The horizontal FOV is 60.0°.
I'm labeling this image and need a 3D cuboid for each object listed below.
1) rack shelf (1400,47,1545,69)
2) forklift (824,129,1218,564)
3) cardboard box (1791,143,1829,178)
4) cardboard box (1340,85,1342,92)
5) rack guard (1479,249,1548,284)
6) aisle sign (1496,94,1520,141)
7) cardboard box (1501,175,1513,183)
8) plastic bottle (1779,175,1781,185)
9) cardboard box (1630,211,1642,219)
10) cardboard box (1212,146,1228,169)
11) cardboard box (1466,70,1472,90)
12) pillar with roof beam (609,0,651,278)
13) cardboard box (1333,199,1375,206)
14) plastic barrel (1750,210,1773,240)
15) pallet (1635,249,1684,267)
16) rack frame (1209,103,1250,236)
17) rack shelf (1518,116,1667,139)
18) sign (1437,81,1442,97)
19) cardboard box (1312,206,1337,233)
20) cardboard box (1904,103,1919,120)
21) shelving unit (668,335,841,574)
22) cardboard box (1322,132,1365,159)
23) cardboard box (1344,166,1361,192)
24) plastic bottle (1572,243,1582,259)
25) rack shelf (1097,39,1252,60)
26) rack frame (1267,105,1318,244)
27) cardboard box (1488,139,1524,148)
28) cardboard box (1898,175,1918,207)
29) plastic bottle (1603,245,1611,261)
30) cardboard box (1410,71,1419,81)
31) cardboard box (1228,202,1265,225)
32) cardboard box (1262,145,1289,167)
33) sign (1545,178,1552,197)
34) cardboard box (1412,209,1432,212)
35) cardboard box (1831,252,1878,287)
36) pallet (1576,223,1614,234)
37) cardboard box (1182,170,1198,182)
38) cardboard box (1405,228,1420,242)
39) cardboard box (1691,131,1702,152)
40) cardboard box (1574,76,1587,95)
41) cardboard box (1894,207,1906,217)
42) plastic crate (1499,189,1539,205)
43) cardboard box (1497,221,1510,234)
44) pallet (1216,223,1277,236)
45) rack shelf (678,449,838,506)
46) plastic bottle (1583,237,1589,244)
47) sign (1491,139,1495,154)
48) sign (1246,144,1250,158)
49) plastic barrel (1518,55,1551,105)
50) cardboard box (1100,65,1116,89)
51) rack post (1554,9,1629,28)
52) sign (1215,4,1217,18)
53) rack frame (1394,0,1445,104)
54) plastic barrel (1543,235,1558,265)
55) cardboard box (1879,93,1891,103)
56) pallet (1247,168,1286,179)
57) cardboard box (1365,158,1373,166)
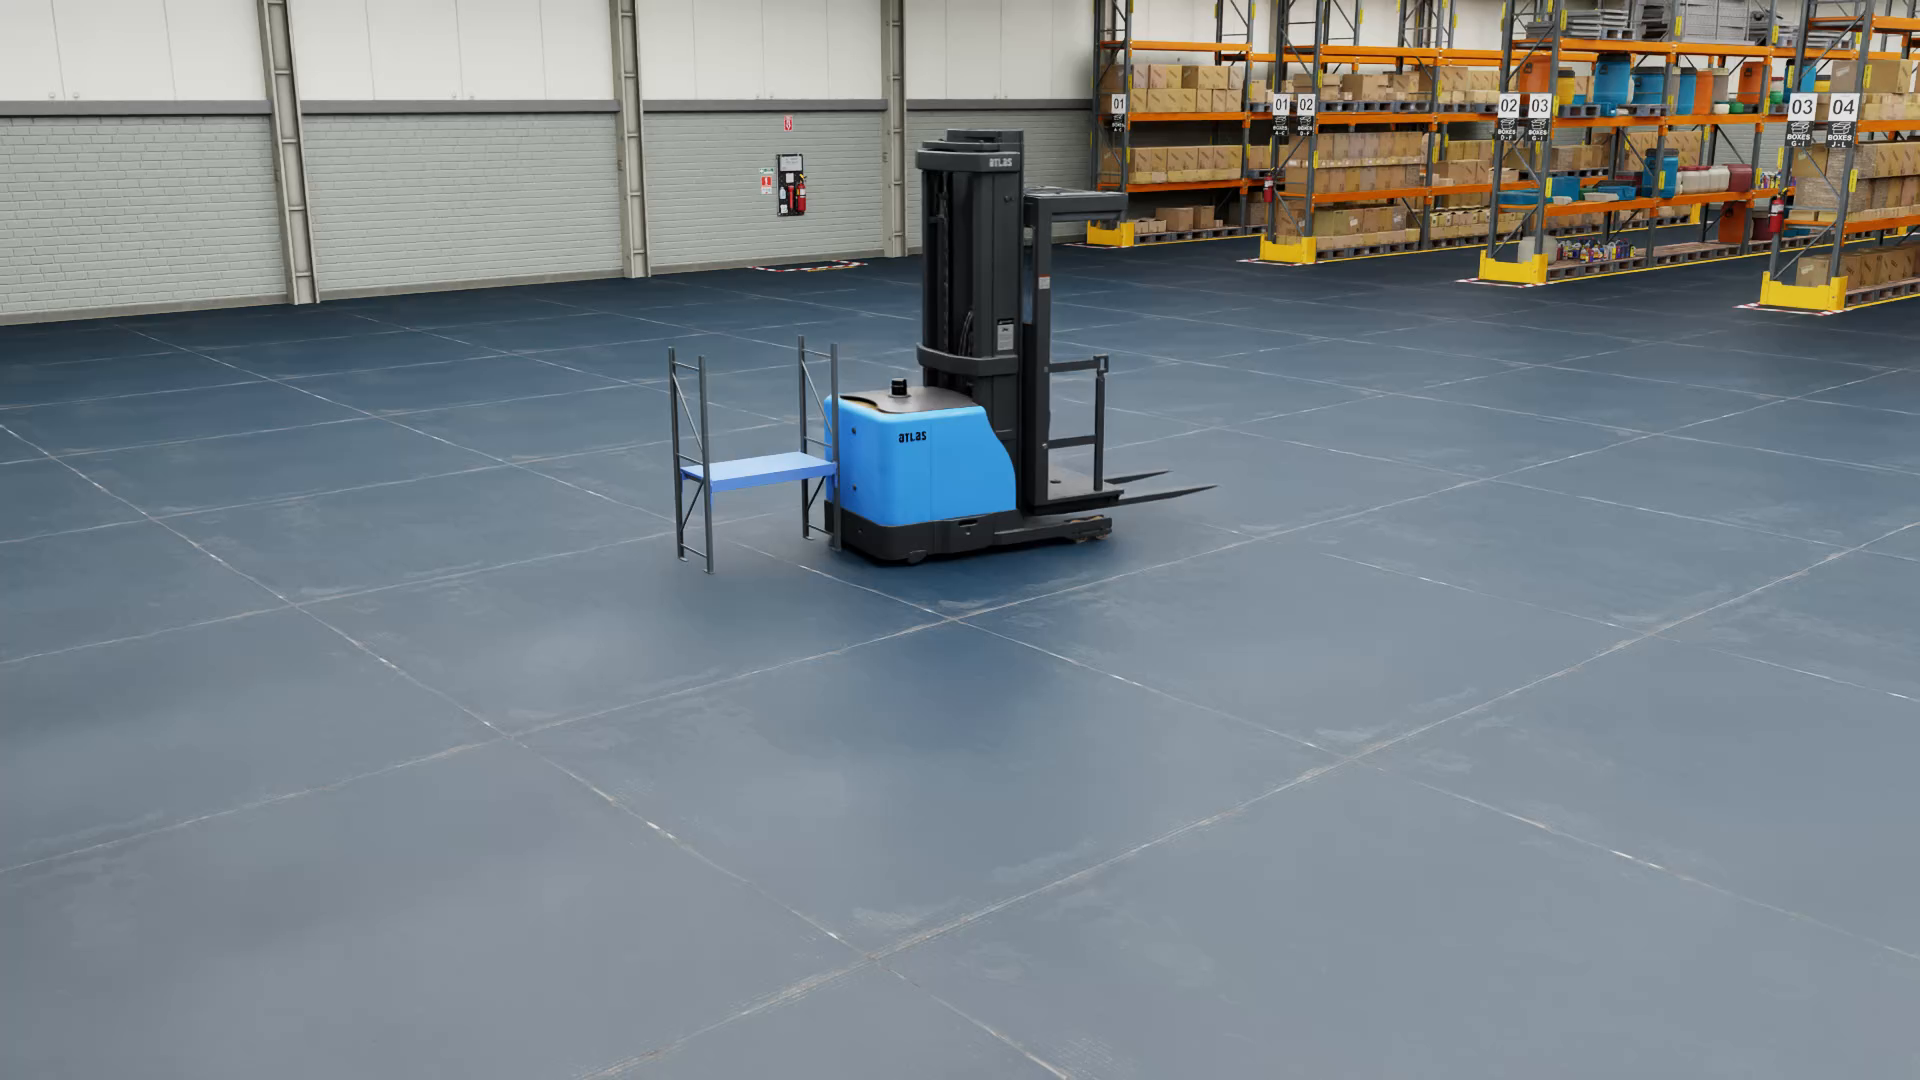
[{"bbox_3d":[11.033,-10.367,35.794,4.000,0.370,1.077,-13,19,-39],"label":"rack shelf"},{"bbox_3d":[0.537,-1.509,12.218,3.031,2.935,1.130,-8,17,-29],"label":"forklift"},{"bbox_3d":[13.259,-5.880,25.745,0.500,0.500,0.500,-13,19,-39],"label":"cardboard box"},{"bbox_3d":[7.621,-9.011,33.446,0.500,0.311,0.500,-10,18,-33],"label":"cardboard box"},{"bbox_3d":[9.782,-4.843,29.411,0.348,0.500,1.175,-13,19,-39],"label":"rack guard"},{"bbox_3d":[9.506,-7.330,28.841,0.004,0.787,0.394,-13,19,-39],"label":"aisle sign"},{"bbox_3d":[12.044,-8.021,36.953,0.250,0.149,0.380,-13,19,-39],"label":"cardboard box"},{"bbox_3d":[17.131,-7.503,34.775,0.097,0.271,0.097,0,15,0],"label":"plastic bottle"},{"bbox_3d":[16.664,-8.047,41.202,0.250,0.166,0.380,-13,19,-39],"label":"cardboard box"},{"bbox_3d":[5.743,-8.708,37.837,0.500,0.500,0.500,-13,20,-40],"label":"cardboard box"},{"bbox_3d":[13.026,-12.046,43.553,0.500,0.500,0.500,-13,20,-40],"label":"cardboard box"},{"bbox_3d":[-3.015,-8.271,25.779,0.400,9.000,9.100,-13,19,-39],"label":"pillar with roof beam"},{"bbox_3d":[9.928,-8.576,41.894,0.750,0.750,0.750,-13,20,-40],"label":"cardboard box"},{"bbox_3d":[17.000,-6.699,35.375,0.708,0.588,0.600,-13,19,-39],"label":"plastic barrel"},{"bbox_3d":[13.340,-5.499,32.429,1.213,0.211,1.003,-13,19,-39],"label":"pallet"},{"bbox_3d":[6.269,-8.635,38.763,0.127,3.000,1.000,-13,19,-39],"label":"rack frame"},{"bbox_3d":[11.264,-7.469,29.980,4.000,0.370,1.077,-13,19,-39],"label":"rack shelf"},{"bbox_3d":[9.889,-9.300,34.288,0.005,0.325,0.100,-13,19,-39],"label":"sign"},{"bbox_3d":[7.460,-6.551,34.024,0.500,0.500,0.500,-13,19,-39],"label":"cardboard box"},{"bbox_3d":[14.690,-6.733,26.122,0.500,0.250,0.500,-12,19,-38],"label":"cardboard box"},{"bbox_3d":[-1.425,-0.619,11.663,1.048,1.500,0.538,-10,18,-34],"label":"shelving unit"},{"bbox_3d":[7.680,-7.930,33.416,0.500,0.500,0.700,-13,19,-39],"label":"cardboard box"},{"bbox_3d":[7.638,-7.291,33.540,0.500,0.500,0.700,-12,19,-39],"label":"cardboard box"},{"bbox_3d":[11.544,-5.418,31.147,0.135,0.276,0.152,-13,19,-39],"label":"plastic bottle"},{"bbox_3d":[4.761,-10.845,36.814,4.000,0.370,1.077,-13,19,-39],"label":"rack shelf"},{"bbox_3d":[6.506,-6.993,32.618,0.127,3.000,1.000,-13,19,-39],"label":"rack frame"},{"bbox_3d":[14.944,-10.724,46.004,0.700,0.700,0.980,-12,19,-37],"label":"cardboard box"},{"bbox_3d":[14.932,-5.687,26.959,0.500,0.500,0.875,-13,19,-39],"label":"cardboard box"},{"bbox_3d":[11.962,-5.323,30.792,0.135,0.276,0.152,-12,19,-38],"label":"plastic bottle"},{"bbox_3d":[11.554,-11.939,42.821,0.500,0.250,0.500,-11,18,-35],"label":"cardboard box"},{"bbox_3d":[6.814,-7.767,39.508,0.500,0.500,0.700,-12,19,-38],"label":"cardboard box"},{"bbox_3d":[7.578,-9.186,39.781,0.500,0.500,0.700,-10,18,-32],"label":"cardboard box"},{"bbox_3d":[10.113,-6.054,28.567,0.005,0.325,0.100,-13,19,-39],"label":"sign"},{"bbox_3d":[10.030,-7.030,36.184,0.500,0.311,0.500,-12,19,-38],"label":"cardboard box"},{"bbox_3d":[14.402,-4.372,26.836,0.500,0.500,0.500,-10,18,-34],"label":"cardboard box"},{"bbox_3d":[14.970,-7.534,40.045,1.213,0.211,1.003,-13,19,-39],"label":"pallet"},{"bbox_3d":[4.982,-8.176,37.299,0.500,0.250,0.500,-12,19,-39],"label":"cardboard box"},{"bbox_3d":[9.317,-6.424,35.003,0.500,0.250,0.500,-13,19,-39],"label":"cardboard box"},{"bbox_3d":[18.421,-10.106,42.141,0.500,0.500,0.500,-13,20,-40],"label":"cardboard box"},{"bbox_3d":[14.126,-10.477,38.648,0.600,0.600,0.600,-14,20,-41],"label":"cardboard box"},{"bbox_3d":[14.914,-5.275,26.674,0.250,0.149,0.380,-13,19,-39],"label":"cardboard box"},{"bbox_3d":[9.936,-6.100,29.561,0.616,0.251,0.499,-13,19,-39],"label":"plastic crate"},{"bbox_3d":[11.918,-6.998,37.152,0.500,0.250,0.500,-13,20,-40],"label":"cardboard box"},{"bbox_3d":[6.856,-7.420,39.618,1.213,0.211,1.003,-13,19,-39],"label":"pallet"},{"bbox_3d":[-1.425,-0.446,11.709,1.000,0.185,0.538,-10,18,-34],"label":"rack shelf"},{"bbox_3d":[11.891,-5.583,31.618,0.185,0.351,0.144,-12,19,-38],"label":"plastic bottle"},{"bbox_3d":[12.178,-8.974,37.942,0.005,0.325,0.100,-13,19,-39],"label":"sign"},{"bbox_3d":[6.631,-8.949,38.261,0.005,0.325,0.100,-13,19,-39],"label":"sign"},{"bbox_3d":[10.038,-7.995,28.910,0.708,0.830,0.600,-13,19,-39],"label":"plastic barrel"},{"bbox_3d":[3.405,-10.071,36.159,0.500,0.500,0.500,-12,19,-37],"label":"cardboard box"},{"bbox_3d":[11.196,-9.225,29.493,0.954,0.300,0.937,-13,20,-40],"label":"rack post"},{"bbox_3d":[5.901,-12.168,38.249,0.005,0.325,0.100,-13,19,-39],"label":"sign"},{"bbox_3d":[9.524,-10.569,34.381,0.127,3.000,1.000,-13,19,-39],"label":"rack frame"},{"bbox_3d":[10.580,-5.241,30.064,0.421,0.512,0.421,0,15,0],"label":"plastic barrel"},{"bbox_3d":[13.987,-6.759,25.448,0.250,0.149,0.380,-12,19,-37],"label":"cardboard box"},{"bbox_3d":[6.941,-8.643,39.167,1.213,0.211,1.003,-13,19,-39],"label":"pallet"},{"bbox_3d":[8.104,-7.640,33.588,0.250,0.149,0.380,-12,19,-39],"label":"cardboard box"}]
